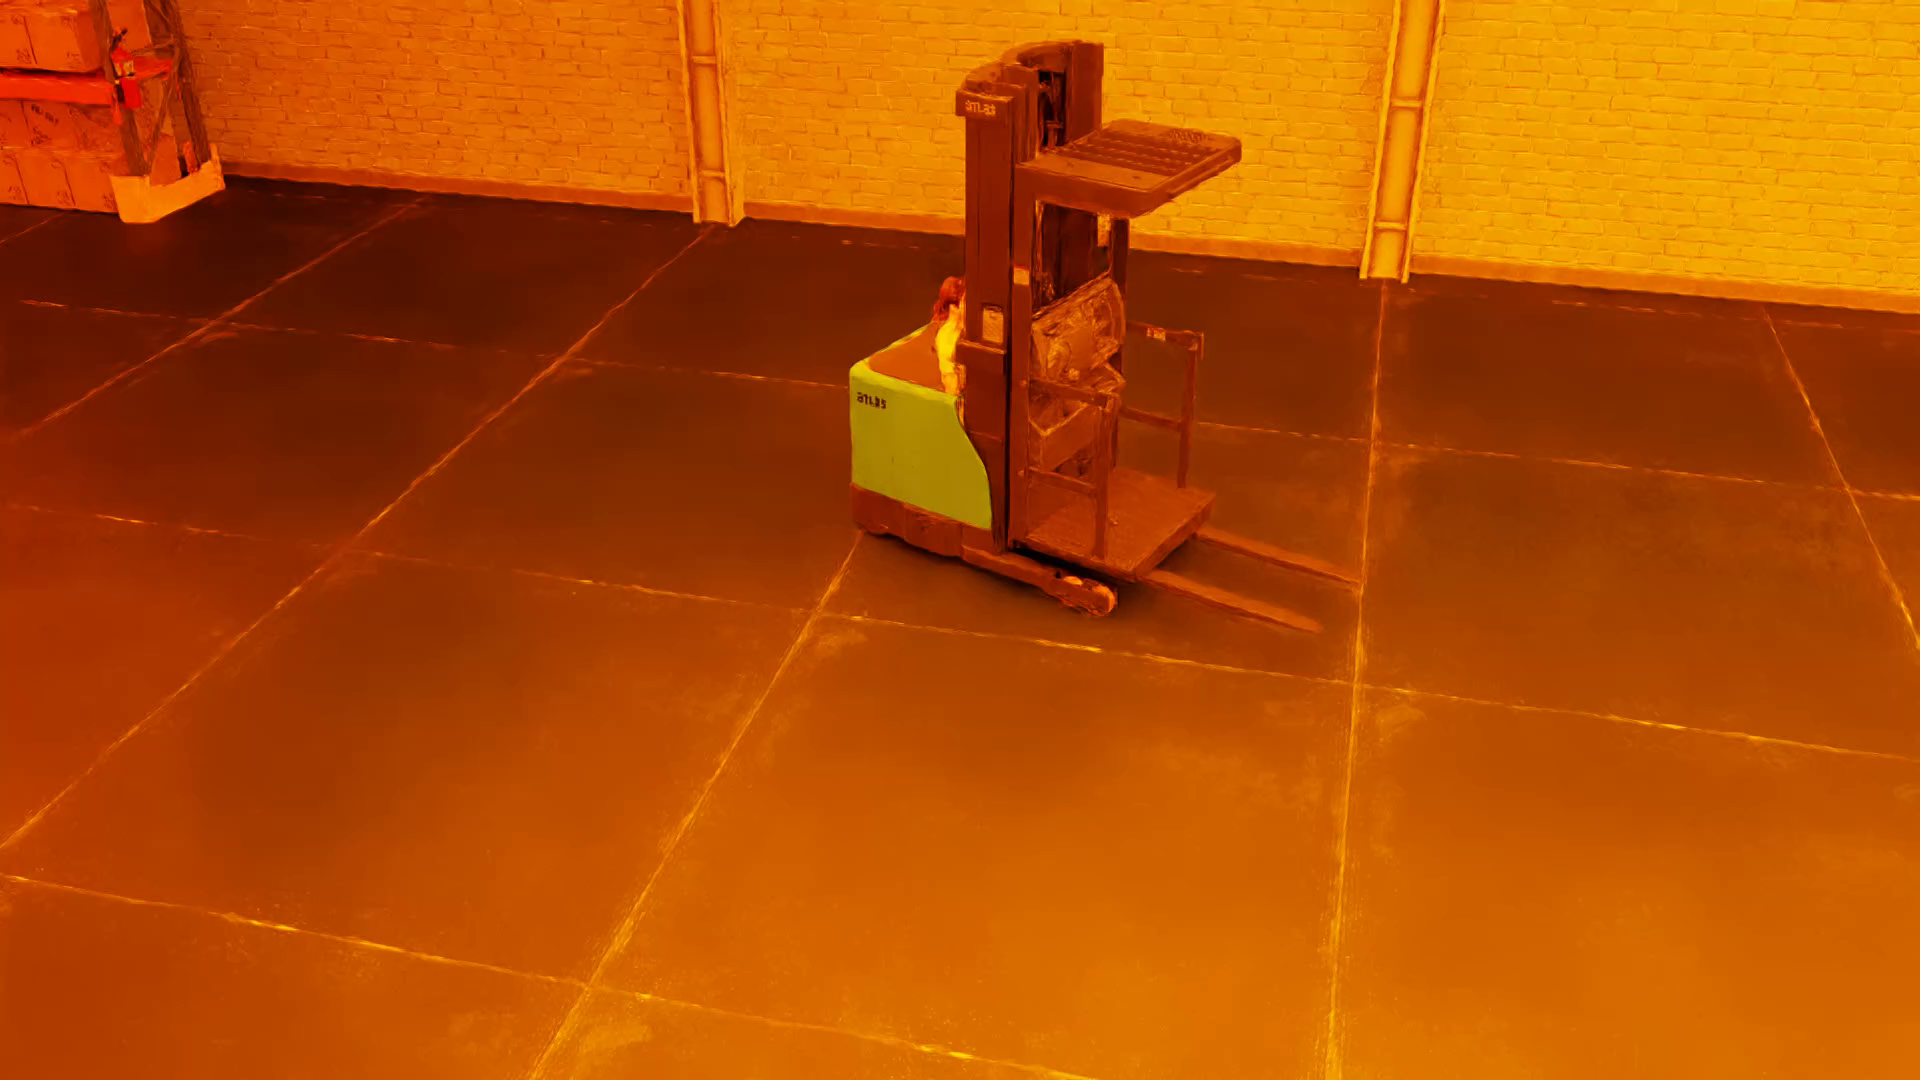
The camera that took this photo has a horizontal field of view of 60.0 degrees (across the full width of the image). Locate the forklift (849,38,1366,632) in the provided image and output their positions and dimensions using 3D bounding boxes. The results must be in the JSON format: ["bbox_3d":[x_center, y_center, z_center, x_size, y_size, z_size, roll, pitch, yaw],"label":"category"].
[{"bbox_3d":[0.836,-1.148,9.196,3.031,2.935,1.130,18,34,29],"label":"forklift"}]

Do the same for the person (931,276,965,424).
[{"bbox_3d":[0.064,-0.734,9.711,0.452,1.673,0.432,7,30,12],"label":"person"}]
